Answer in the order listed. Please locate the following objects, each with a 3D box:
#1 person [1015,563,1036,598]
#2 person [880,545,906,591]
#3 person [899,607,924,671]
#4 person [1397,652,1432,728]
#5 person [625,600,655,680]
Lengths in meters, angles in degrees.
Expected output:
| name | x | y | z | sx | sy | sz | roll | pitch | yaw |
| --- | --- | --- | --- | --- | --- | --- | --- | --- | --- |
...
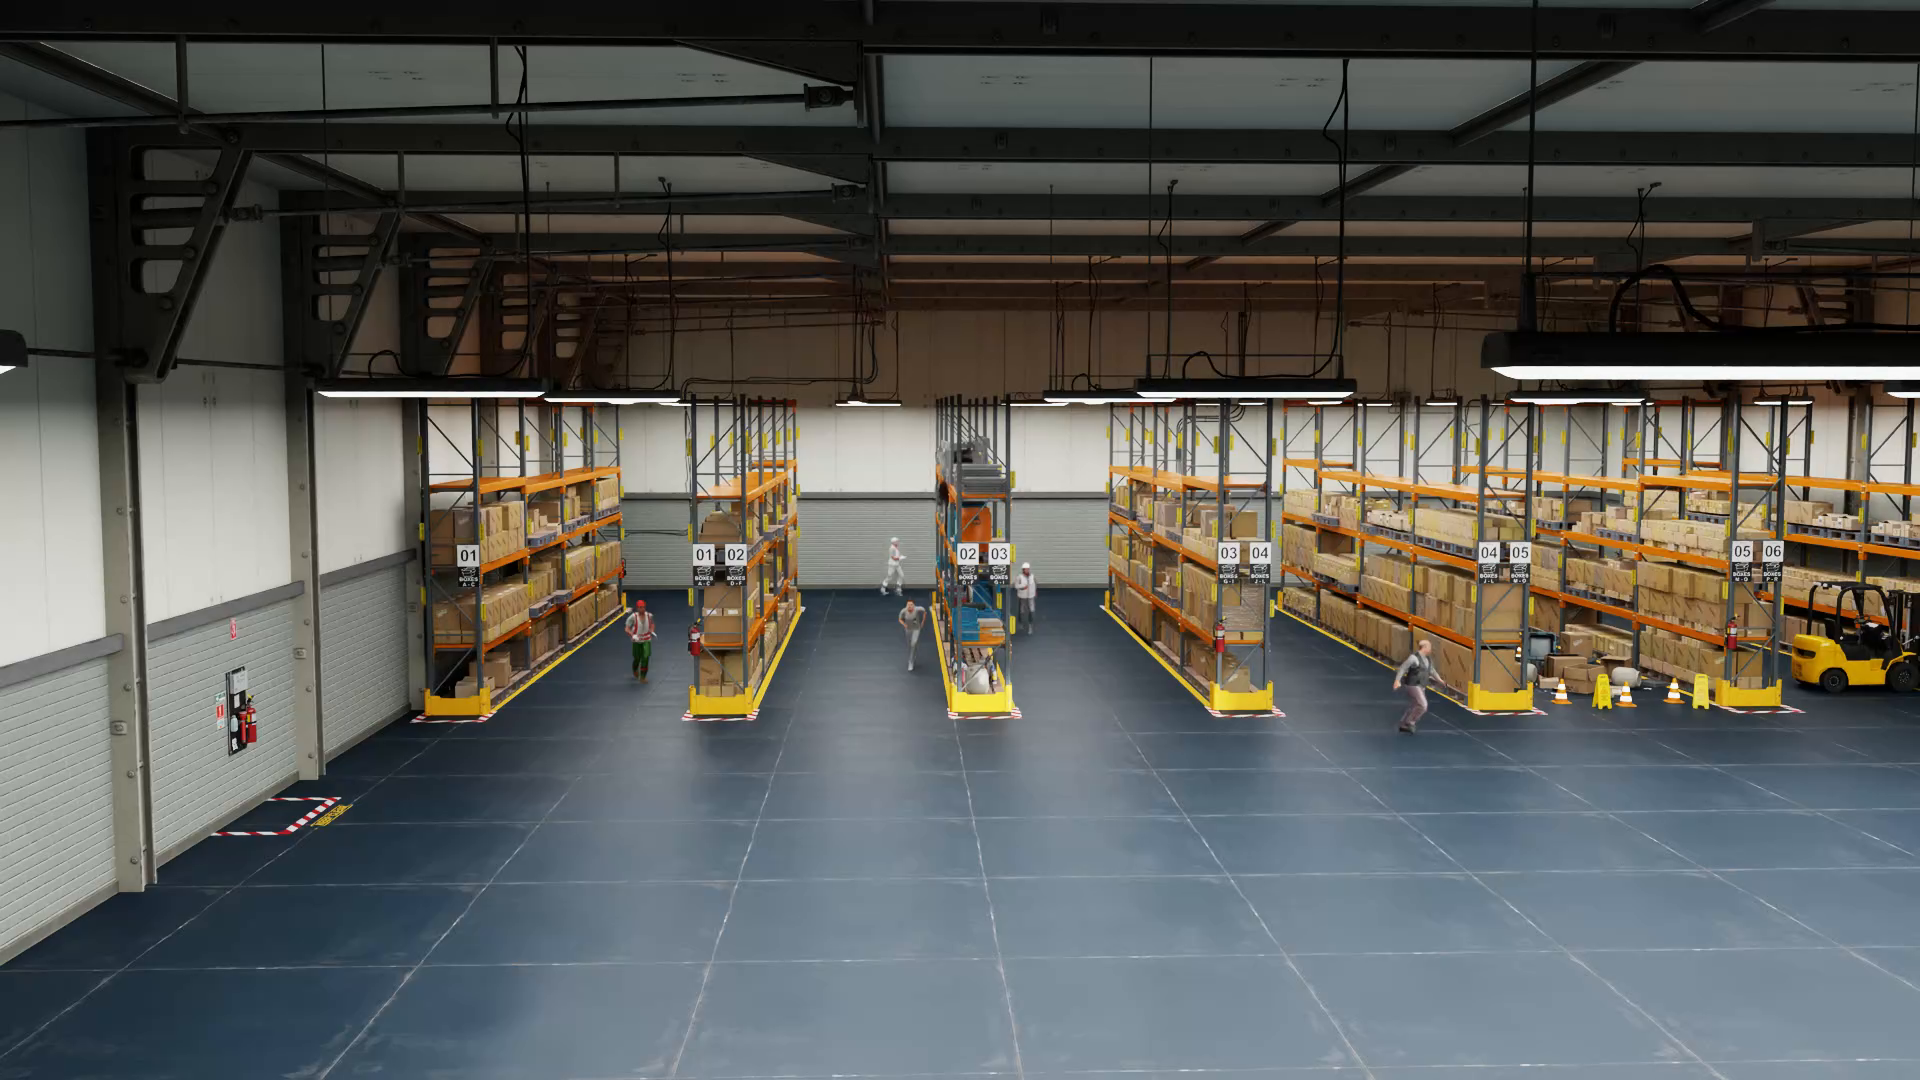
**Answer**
| name | x | y | z | sx | sy | sz | roll | pitch | yaw |
| --- | --- | --- | --- | --- | --- | --- | --- | --- | --- |
| person | 1.704 | 1.047 | 42.383 | 0.630 | 0.922 | 0.688 | -1 | 5 | -12 |
| person | -1.994 | 0.860 | 50.850 | 0.843 | 1.429 | 0.544 | 1 | 5 | 17 |
| person | -1.059 | 2.155 | 36.856 | 0.558 | 1.424 | 0.963 | 0 | 5 | 3 |
| person | 8.004 | 2.646 | 29.244 | 0.451 | 1.399 | 0.625 | -4 | 6 | -44 |
| person | -6.724 | 2.082 | 34.897 | 0.652 | 1.682 | 0.731 | -2 | 5 | -22 |
